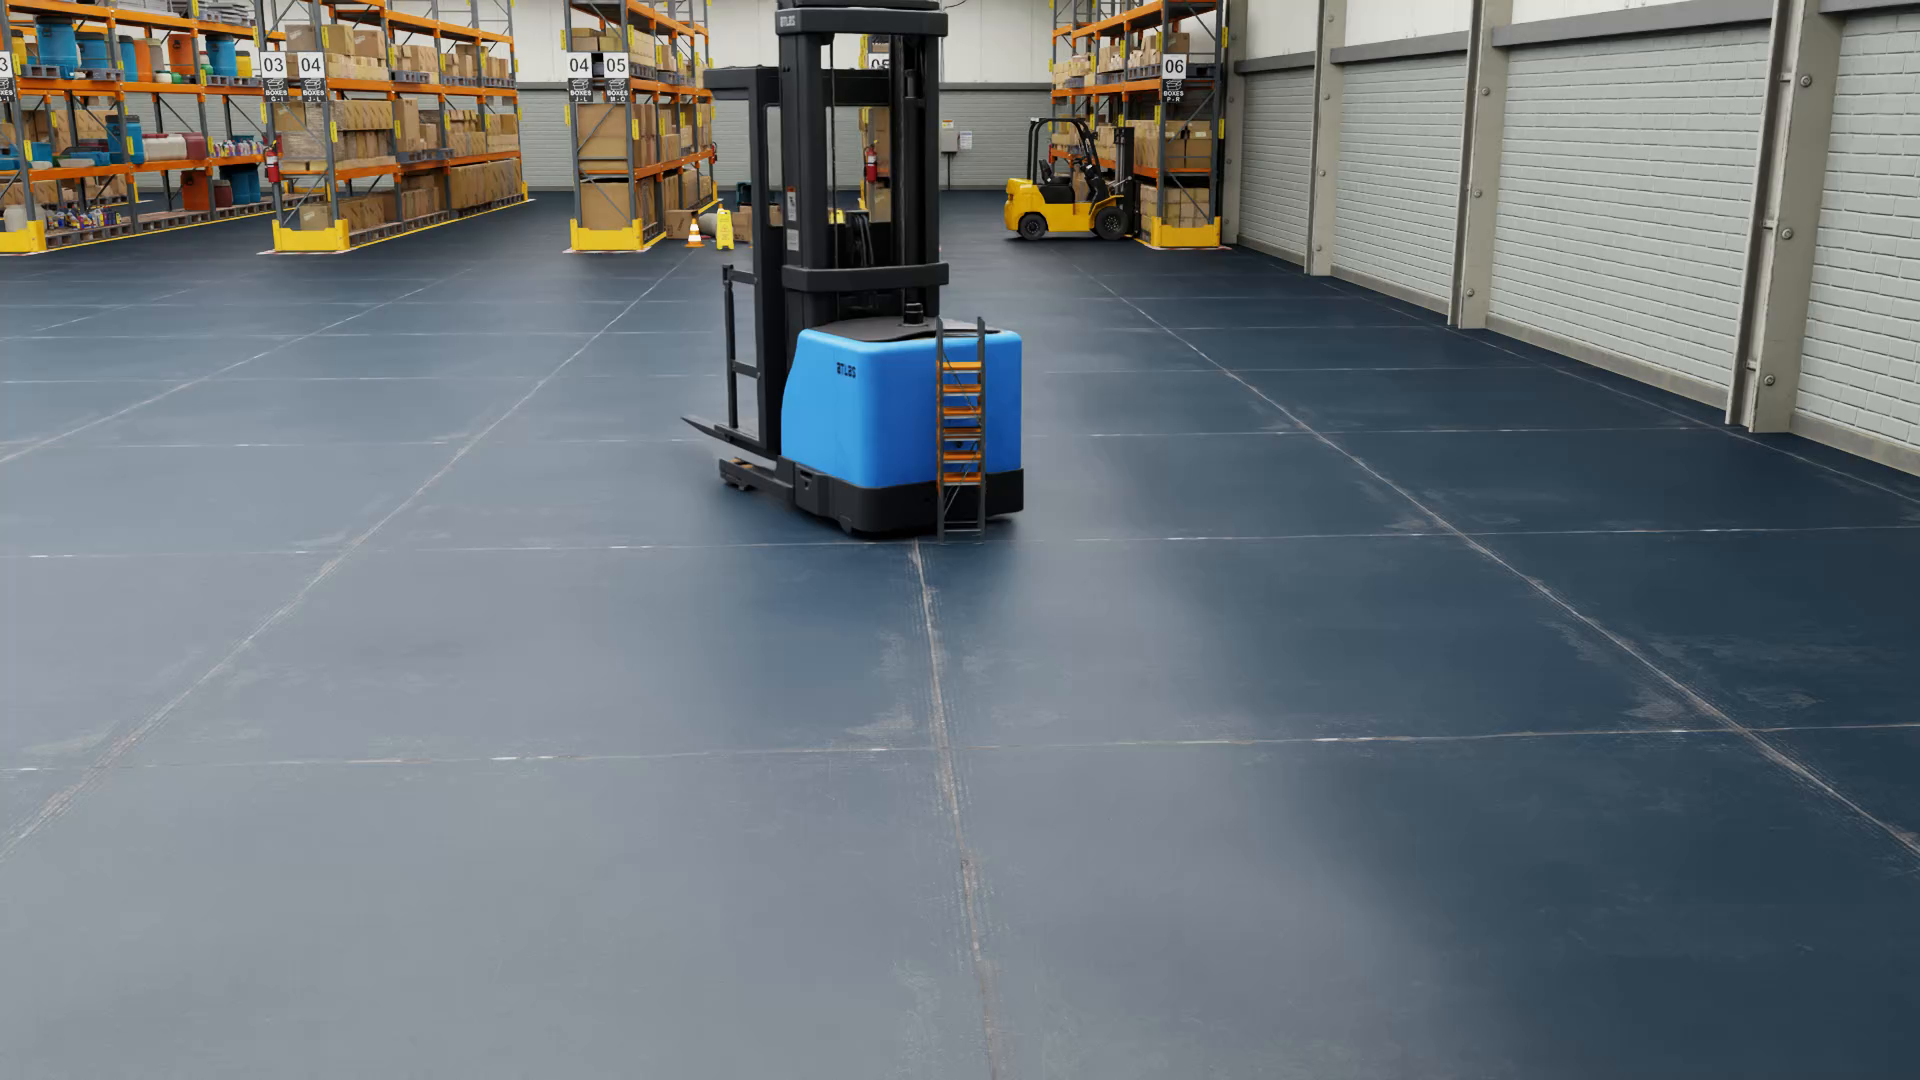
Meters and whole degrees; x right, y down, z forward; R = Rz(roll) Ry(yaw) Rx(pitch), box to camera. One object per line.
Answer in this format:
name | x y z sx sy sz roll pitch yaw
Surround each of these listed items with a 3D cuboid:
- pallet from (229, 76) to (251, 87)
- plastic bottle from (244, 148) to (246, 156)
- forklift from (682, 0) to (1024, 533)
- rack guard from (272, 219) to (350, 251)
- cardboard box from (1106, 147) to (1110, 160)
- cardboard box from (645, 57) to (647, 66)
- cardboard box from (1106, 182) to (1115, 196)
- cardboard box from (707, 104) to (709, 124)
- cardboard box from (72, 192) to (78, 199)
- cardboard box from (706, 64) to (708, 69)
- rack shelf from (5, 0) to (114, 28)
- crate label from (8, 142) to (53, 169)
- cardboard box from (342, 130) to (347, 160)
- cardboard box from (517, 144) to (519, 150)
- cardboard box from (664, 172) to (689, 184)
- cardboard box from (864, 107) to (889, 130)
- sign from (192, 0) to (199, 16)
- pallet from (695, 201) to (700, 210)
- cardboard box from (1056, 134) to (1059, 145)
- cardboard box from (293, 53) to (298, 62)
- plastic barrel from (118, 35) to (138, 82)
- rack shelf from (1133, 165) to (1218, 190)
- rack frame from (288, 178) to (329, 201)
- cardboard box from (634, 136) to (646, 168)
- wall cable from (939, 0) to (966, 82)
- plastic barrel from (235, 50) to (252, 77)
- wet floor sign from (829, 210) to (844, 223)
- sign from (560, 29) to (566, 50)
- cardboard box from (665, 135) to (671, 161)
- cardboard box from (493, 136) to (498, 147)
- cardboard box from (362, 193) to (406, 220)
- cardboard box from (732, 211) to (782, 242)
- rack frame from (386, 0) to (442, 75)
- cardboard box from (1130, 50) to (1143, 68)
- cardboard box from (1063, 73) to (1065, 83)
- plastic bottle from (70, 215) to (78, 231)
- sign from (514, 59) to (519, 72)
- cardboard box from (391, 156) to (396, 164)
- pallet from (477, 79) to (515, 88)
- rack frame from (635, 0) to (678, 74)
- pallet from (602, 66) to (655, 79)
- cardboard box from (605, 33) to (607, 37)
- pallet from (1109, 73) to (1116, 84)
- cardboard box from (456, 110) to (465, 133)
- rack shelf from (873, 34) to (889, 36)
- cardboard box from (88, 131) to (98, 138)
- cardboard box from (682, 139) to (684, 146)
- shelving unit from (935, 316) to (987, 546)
pallet | -16.401 -10.135 36.758 1.003 0.211 1.213 -1 14 -3
plastic bottle | -16.177 -8.782 37.538 0.097 0.201 0.097 0 14 0
forklift | -0.839 -1.773 10.034 1.130 2.935 3.031 -9 17 -30
rack guard | -10.938 -5.150 28.039 1.175 0.500 0.348 -1 14 -3
cardboard box | 3.295 -7.993 34.373 0.500 0.250 0.500 0 14 -2
cardboard box | -5.802 -8.568 29.749 0.380 0.149 0.250 -1 14 -4
cardboard box | 3.531 -7.130 34.641 0.875 0.625 0.625 -1 15 -6
cardboard box | -6.660 -10.813 42.228 0.500 0.500 0.500 -1 14 -5
cardboard box | -21.438 -8.338 40.215 0.380 0.166 0.250 -1 14 -3
cardboard box | -6.654 -12.109 42.549 0.380 0.149 0.250 -1 14 -4
rack shelf | -16.001 -9.126 28.682 1.077 0.370 4.000 -1 14 -3
crate label | -16.261 -6.736 29.115 0.502 0.435 0.616 -1 14 -3
cardboard box | -11.091 -6.794 28.614 0.875 0.500 0.500 -1 14 -3
cardboard box | -11.574 -10.116 42.826 0.380 0.149 0.250 -1 14 -2
cardboard box | -6.305 -8.040 36.924 0.500 0.250 0.500 -1 14 -4
cardboard box | -1.292 -7.295 28.555 0.700 0.500 0.500 -1 14 -5
sign | -15.824 -11.014 34.422 0.100 0.325 0.005 -1 14 -3
pallet | -6.671 -7.833 39.048 1.003 0.211 1.213 -1 14 -3
cardboard box | 2.746 -10.254 42.566 0.500 0.250 0.500 -1 14 -4
cardboard box | -11.161 -8.046 27.758 0.380 0.149 0.250 -1 14 -5
plastic barrel | -16.454 -9.404 32.530 0.600 0.901 0.708 -1 14 -3
rack shelf | 3.788 -6.721 30.573 1.077 0.370 4.000 -1 14 -3
rack frame | -16.868 -10.244 42.822 1.000 3.000 0.127 -1 14 -3
cardboard box | -6.010 -6.835 29.270 0.875 0.550 0.550 -1 14 -3
wall cable | 0.866 -14.852 48.617 2.988 3.039 0.133 -1 14 -3
plastic barrel | -16.361 -10.773 37.637 0.600 0.588 0.600 0 14 0
wet floor sign | -2.099 -5.291 28.294 0.267 0.644 0.232 4 15 16
sign | -6.519 -8.231 27.361 0.100 0.325 0.005 -1 14 -3
cardboard box | -6.049 -7.821 33.204 0.500 0.500 0.500 -1 14 -4
cardboard box | -11.470 -9.642 40.186 0.500 0.250 0.500 -1 14 -4
cardboard box | -11.198 -6.492 32.372 0.700 0.500 0.500 -2 15 -8
cardboard box | -3.678 -5.683 30.106 0.797 0.503 0.637 -13 20 -42
rack frame | -11.429 -11.237 34.639 1.000 3.000 0.127 -1 14 -3
cardboard box | 3.472 -9.018 31.170 0.500 0.311 0.500 -1 14 -2
cardboard box | 2.825 -11.454 41.206 0.500 0.250 0.500 -1 14 -2
plastic bottle | -15.678 -5.613 29.413 0.097 0.271 0.097 0 14 0
sign | -11.382 -12.169 42.665 0.100 0.325 0.005 -1 14 -3
cardboard box | -10.875 -7.166 31.362 0.380 0.149 0.250 -1 14 -3
pallet | -11.868 -11.546 42.040 1.003 0.211 1.213 -1 14 -3
rack frame | -6.472 -11.288 34.839 1.000 3.000 0.127 -1 14 -3
pallet | -6.184 -8.594 30.566 1.003 0.211 1.213 -1 14 -3
cardboard box | -6.447 -8.883 29.371 0.380 0.149 0.250 -1 14 -4
pallet | 3.619 -9.478 34.201 1.003 0.211 1.213 0 14 -1
cardboard box | -11.544 -9.376 37.235 0.797 0.503 0.637 0 14 -2
rack shelf | -1.662 -11.345 37.307 1.077 0.370 4.000 -1 14 -3
cardboard box | -21.421 -9.732 40.629 0.500 0.500 0.500 -1 14 -4
cardboard box | -6.369 -8.846 37.048 0.380 0.149 0.250 0 14 -2
shelving unit | 0.003 -0.577 8.859 0.258 1.200 0.189 -1 14 -5
